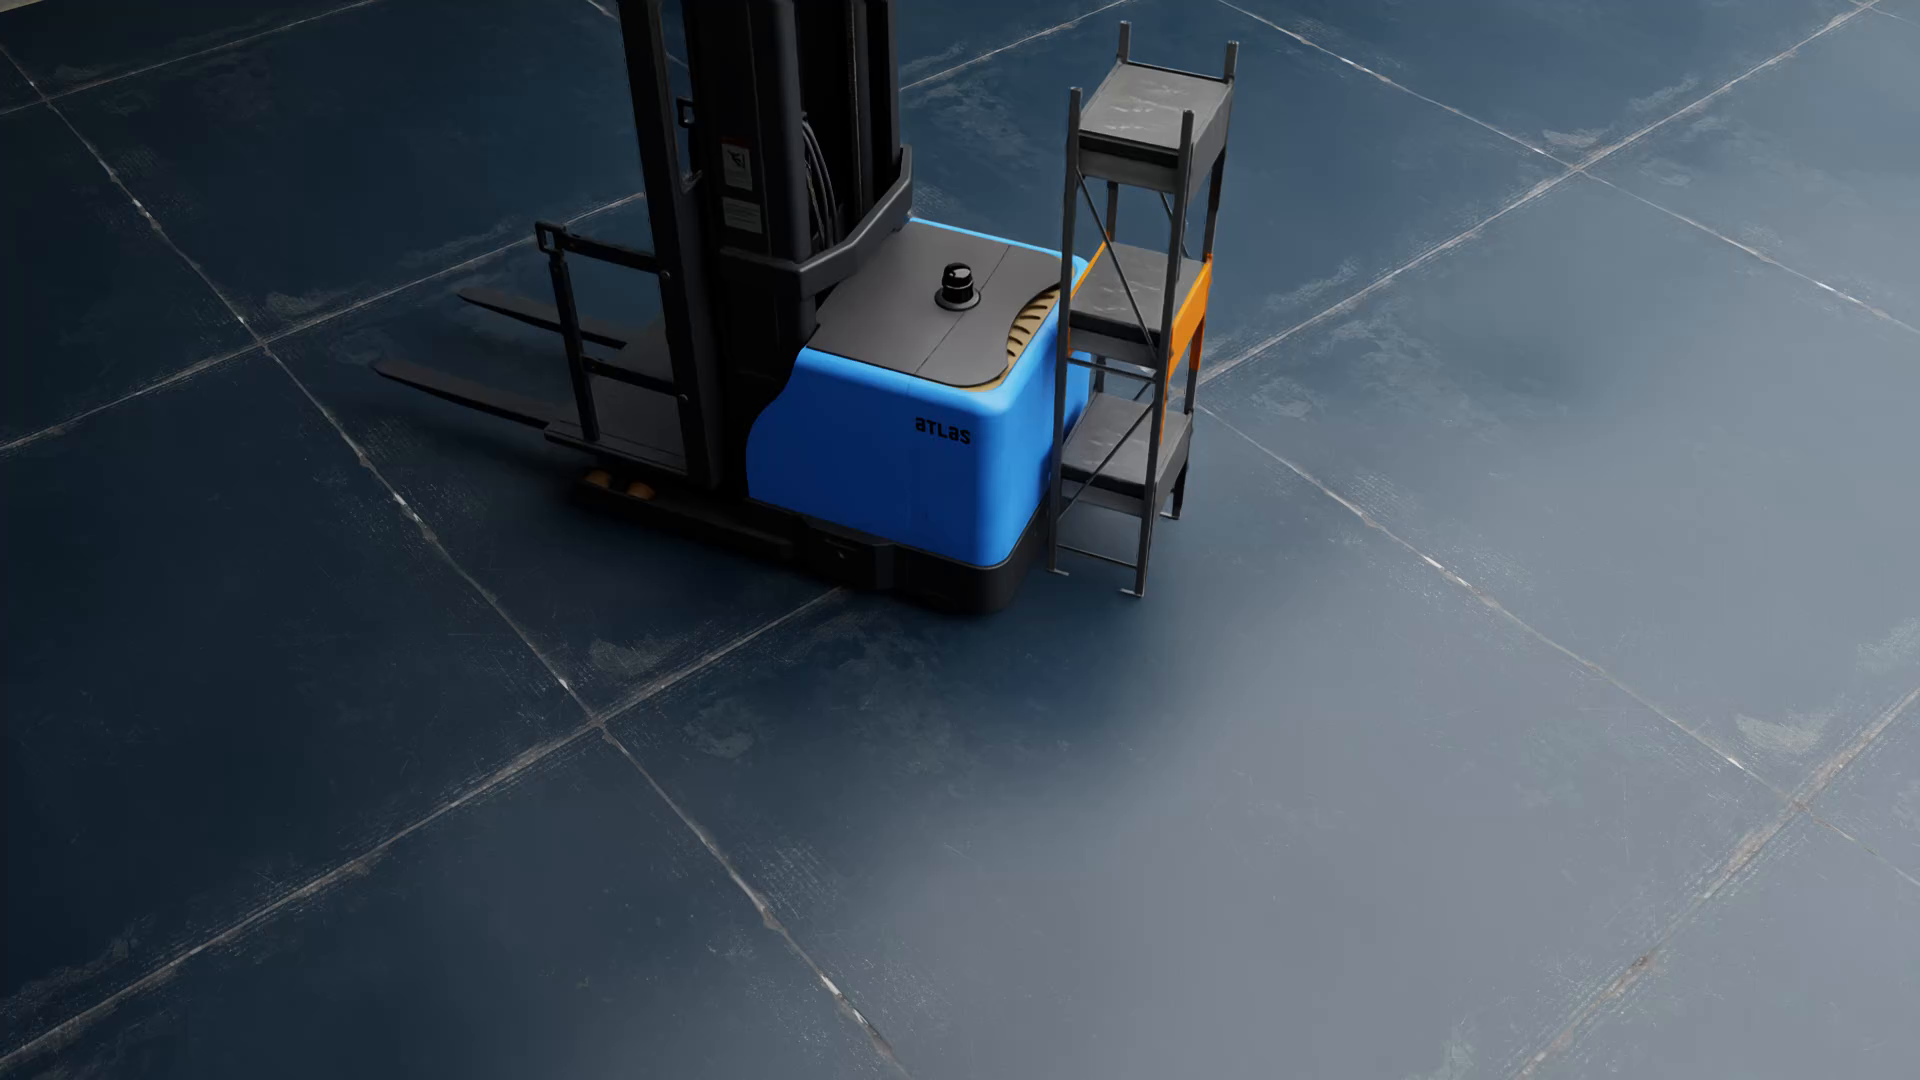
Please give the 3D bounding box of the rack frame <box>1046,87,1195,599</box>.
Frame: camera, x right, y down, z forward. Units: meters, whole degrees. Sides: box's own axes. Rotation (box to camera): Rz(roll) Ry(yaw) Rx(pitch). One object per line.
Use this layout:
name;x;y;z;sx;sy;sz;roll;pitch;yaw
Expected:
rack frame;0.531;-0.593;5.847;0.400;2.100;0.015;16;45;16

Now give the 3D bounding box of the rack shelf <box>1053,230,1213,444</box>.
rack shelf;0.625;-0.737;6.021;0.431;0.518;0.480;16;45;16

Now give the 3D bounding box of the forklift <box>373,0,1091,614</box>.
forklift;-1.033;-1.452;6.155;3.031;2.935;1.130;17;46;17

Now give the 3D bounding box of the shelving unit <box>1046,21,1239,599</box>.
shelving unit;0.625;-0.747;6.011;0.431;2.100;0.503;16;45;16

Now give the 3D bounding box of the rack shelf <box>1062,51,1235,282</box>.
rack shelf;0.625;-1.247;5.542;0.431;0.518;0.480;16;45;16

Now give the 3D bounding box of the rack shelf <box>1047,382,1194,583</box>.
rack shelf;0.625;-0.227;6.500;0.431;0.518;0.480;16;45;16

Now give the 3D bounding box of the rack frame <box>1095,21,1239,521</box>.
rack frame;0.719;-0.901;6.176;0.400;2.100;0.015;16;45;16
